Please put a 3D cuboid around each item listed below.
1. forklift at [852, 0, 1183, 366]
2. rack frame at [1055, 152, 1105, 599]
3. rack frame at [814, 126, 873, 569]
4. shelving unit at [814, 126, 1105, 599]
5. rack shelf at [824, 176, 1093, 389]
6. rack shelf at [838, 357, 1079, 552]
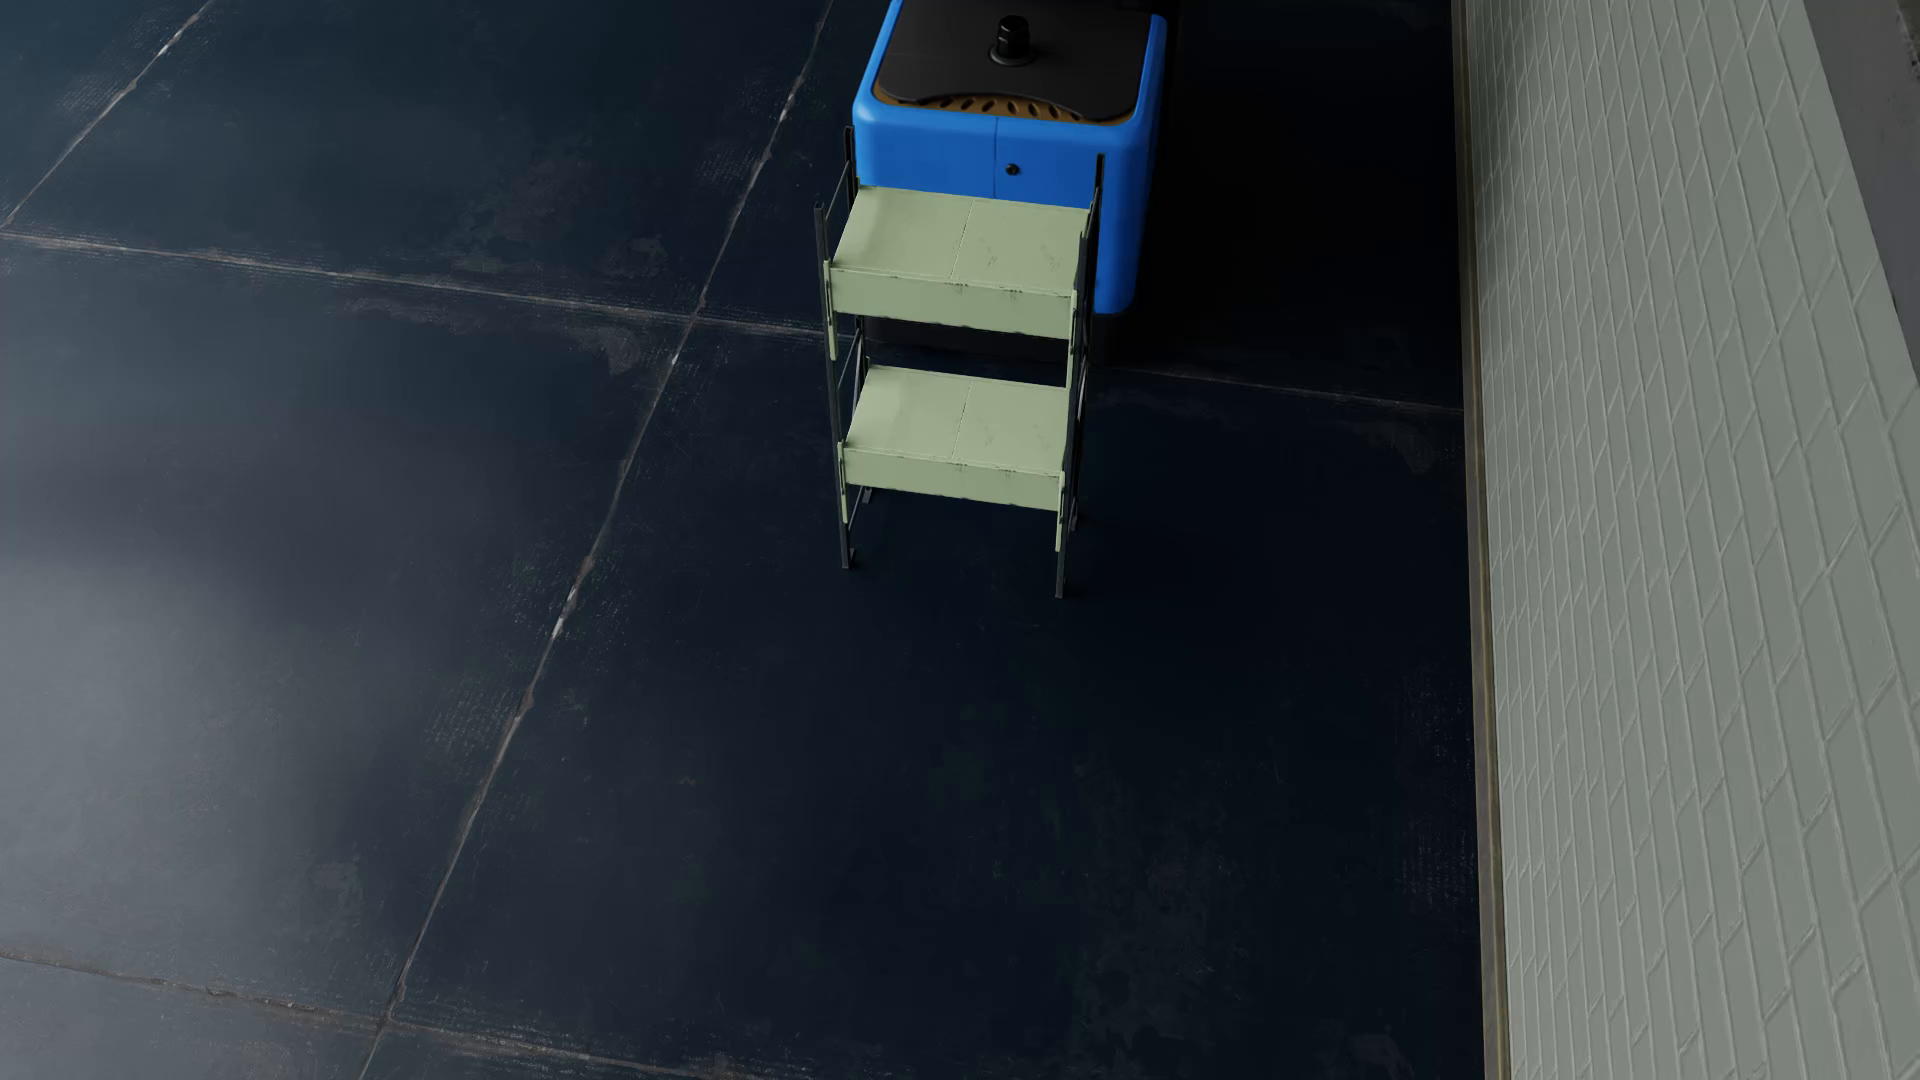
[{"bbox_3d":[0.369,-2.749,6.249,1.130,2.935,3.031,7,48,6],"label":"forklift"},{"bbox_3d":[0.367,-0.452,5.148,0.023,1.500,0.400,8,49,7],"label":"rack frame"},{"bbox_3d":[-0.354,-0.549,5.235,0.023,1.500,0.400,8,49,7],"label":"rack frame"},{"bbox_3d":[0.007,-0.500,5.191,0.755,1.500,0.431,8,49,7],"label":"shelving unit"},{"bbox_3d":[0.007,-0.761,4.901,0.720,0.370,0.431,8,49,7],"label":"rack shelf"},{"bbox_3d":[0.007,-0.283,5.434,0.720,0.370,0.431,8,49,7],"label":"rack shelf"}]
